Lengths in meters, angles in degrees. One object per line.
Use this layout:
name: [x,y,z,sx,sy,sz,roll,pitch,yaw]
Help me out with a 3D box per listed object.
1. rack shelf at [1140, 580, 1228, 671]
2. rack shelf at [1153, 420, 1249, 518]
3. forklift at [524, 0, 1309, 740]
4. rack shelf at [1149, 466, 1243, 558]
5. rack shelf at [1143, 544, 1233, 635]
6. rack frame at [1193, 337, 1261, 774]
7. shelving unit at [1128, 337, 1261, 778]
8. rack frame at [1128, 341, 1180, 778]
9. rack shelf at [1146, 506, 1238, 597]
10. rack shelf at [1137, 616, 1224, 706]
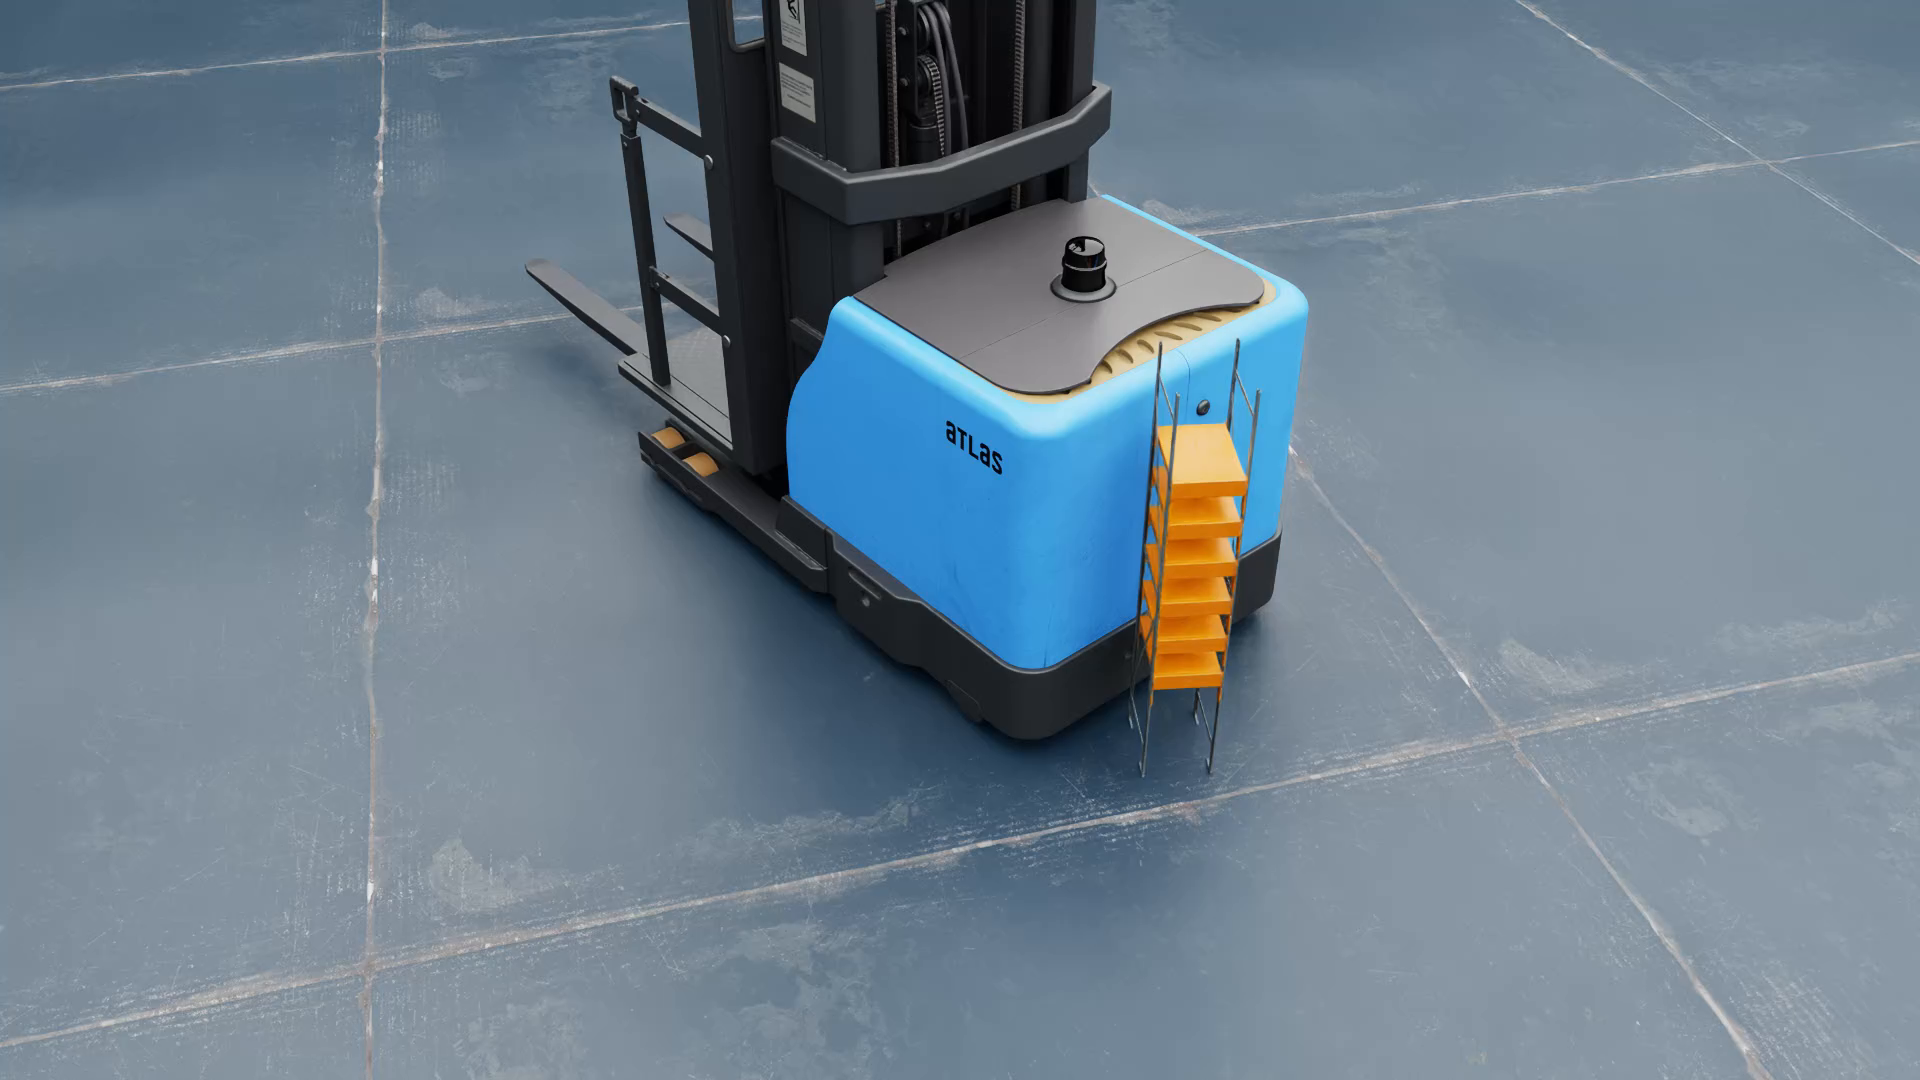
rack shelf: [0.569,0.210,4.259,0.180,0.103,0.258,-3,37,-3]
rack shelf: [0.568,-0.172,3.967,0.180,0.103,0.258,-3,37,-3]
forklift: [-0.404,-1.454,4.739,1.130,2.935,3.031,-27,45,-31]
rack shelf: [0.568,-0.076,4.040,0.180,0.103,0.258,-3,37,-3]
rack shelf: [0.569,0.114,4.186,0.180,0.103,0.258,-3,37,-3]
rack frame: [0.660,0.075,4.165,0.006,1.200,0.240,-3,37,-3]
shelving unit: [0.569,0.079,4.159,0.189,1.200,0.258,-3,37,-3]
rack frame: [0.477,0.083,4.154,0.006,1.200,0.240,-3,37,-3]
rack shelf: [0.569,0.019,4.113,0.180,0.103,0.258,-3,37,-3]
rack shelf: [0.569,0.305,4.332,0.180,0.103,0.258,-3,37,-3]
